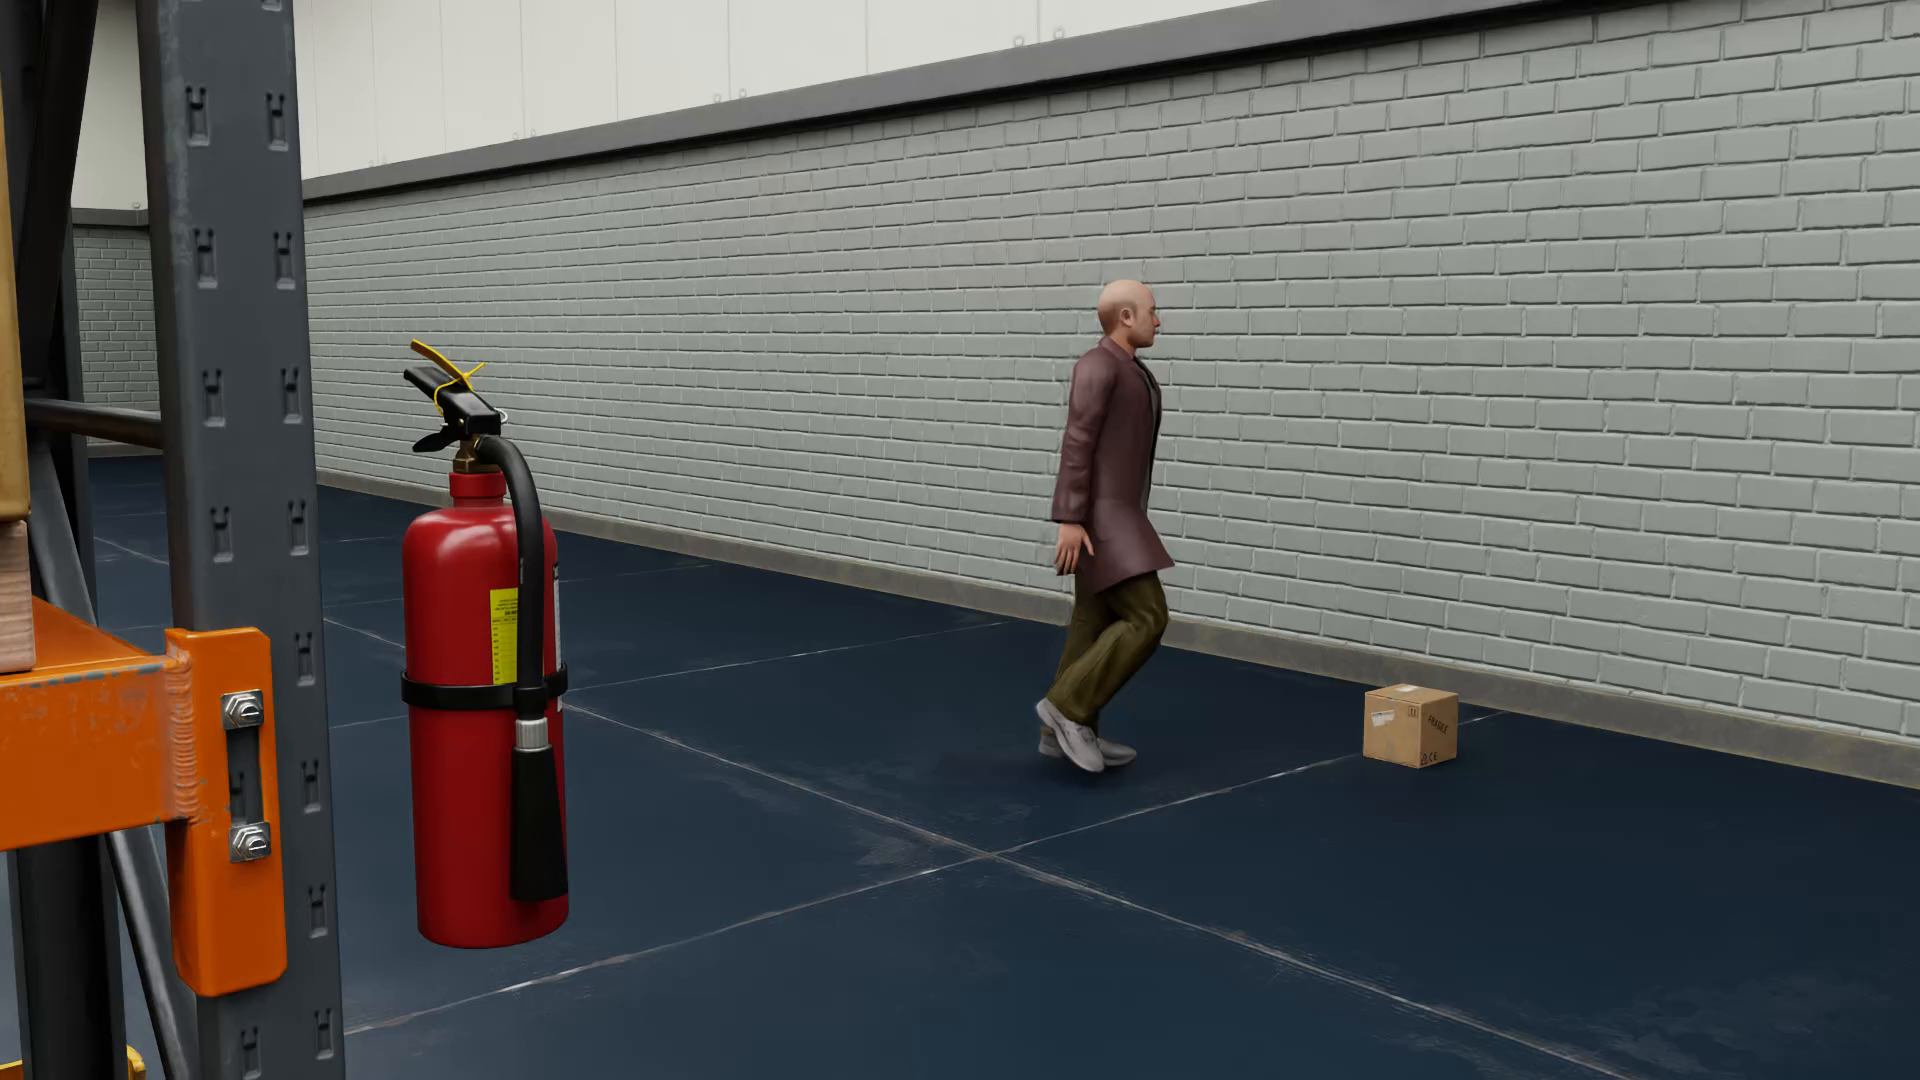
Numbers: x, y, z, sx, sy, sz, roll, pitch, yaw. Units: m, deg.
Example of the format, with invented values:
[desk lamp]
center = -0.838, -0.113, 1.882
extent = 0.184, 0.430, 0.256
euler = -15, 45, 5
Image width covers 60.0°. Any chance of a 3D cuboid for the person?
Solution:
[person]
center = 0.543, -0.053, 6.058
extent = 0.523, 1.776, 0.613
euler = 2, 7, 14
